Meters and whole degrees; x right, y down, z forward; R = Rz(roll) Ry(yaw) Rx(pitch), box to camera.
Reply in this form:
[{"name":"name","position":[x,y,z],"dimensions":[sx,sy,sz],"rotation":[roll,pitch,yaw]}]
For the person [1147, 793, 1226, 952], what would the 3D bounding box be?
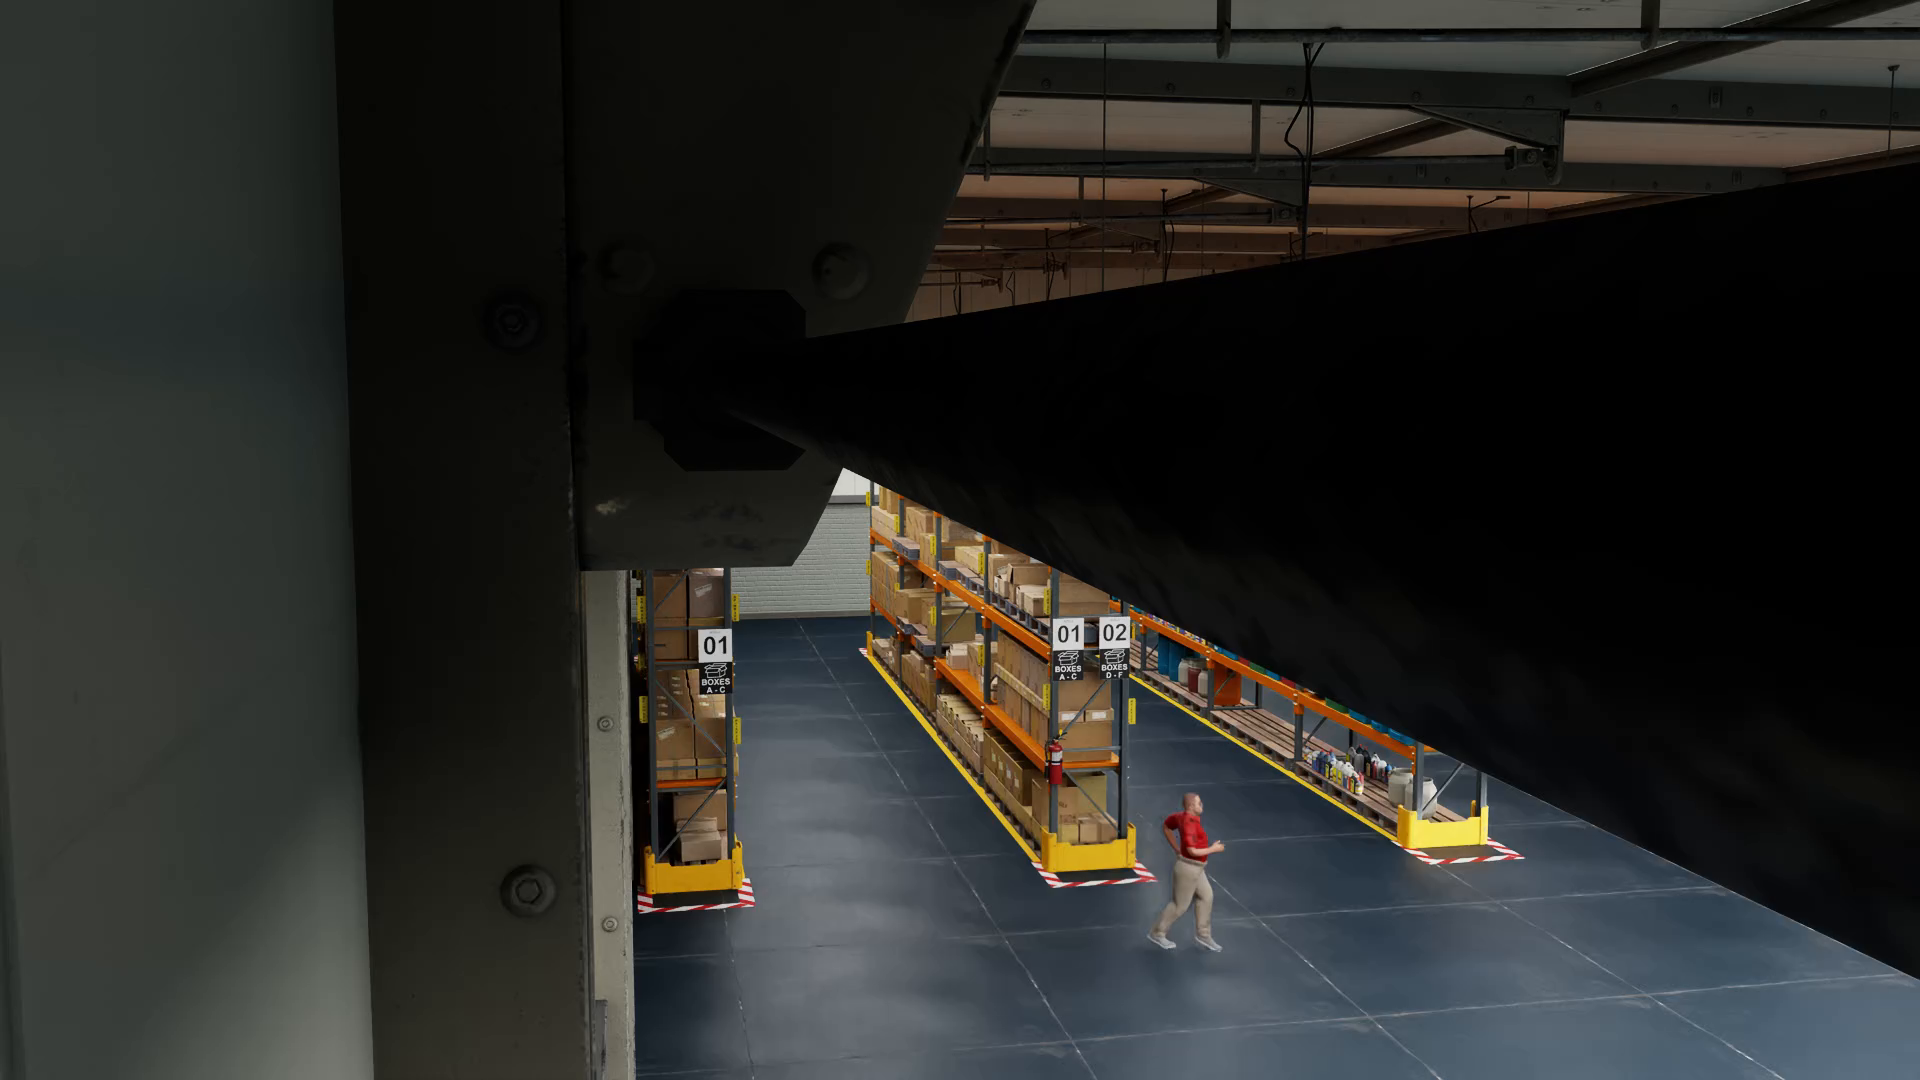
[{"name":"person","position":[2.441,3.605,17.920],"dimensions":[0.826,1.787,0.644],"rotation":[1,6,8]}]
